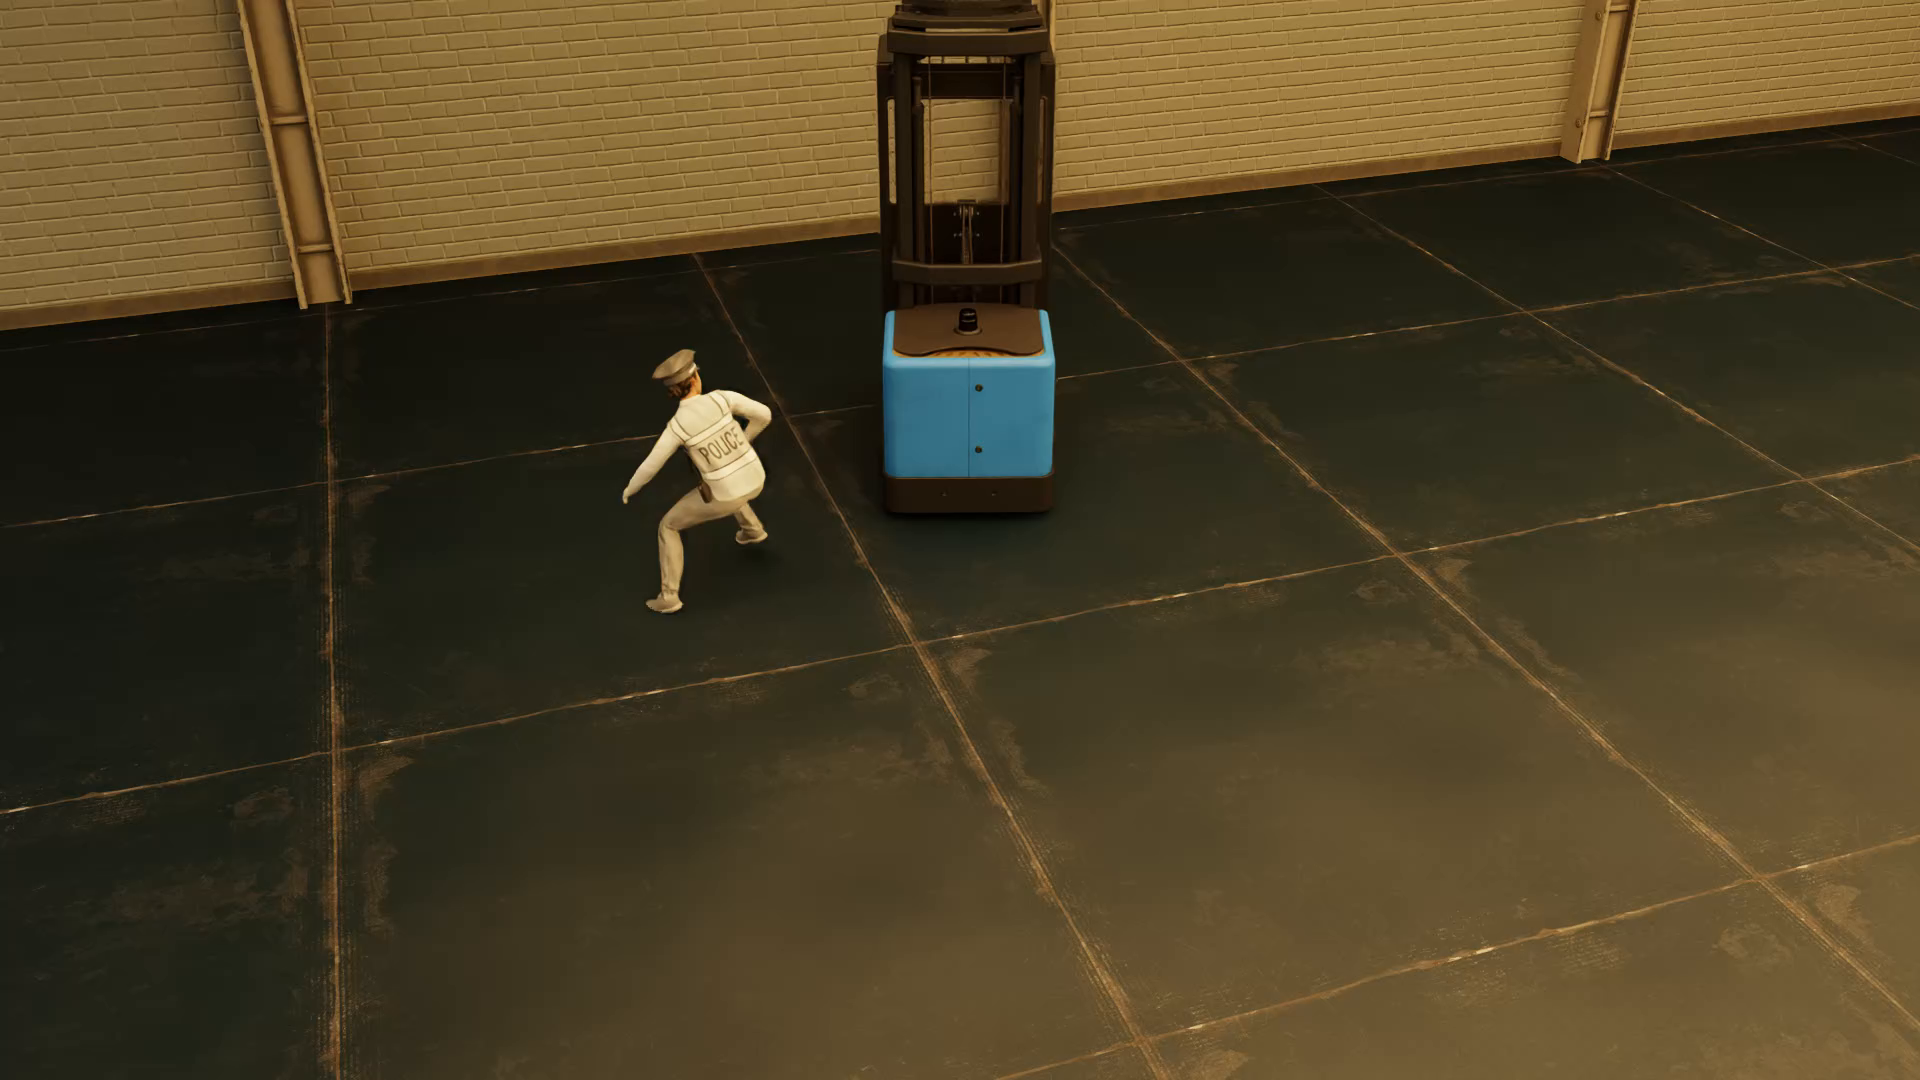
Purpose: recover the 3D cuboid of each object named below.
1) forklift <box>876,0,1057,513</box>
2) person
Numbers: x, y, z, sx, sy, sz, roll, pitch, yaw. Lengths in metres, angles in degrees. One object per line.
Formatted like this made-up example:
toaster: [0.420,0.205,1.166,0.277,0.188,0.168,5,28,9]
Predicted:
forklift: [0.033,-2.131,10.791,1.130,2.935,3.031,0,30,-1]
person: [-1.448,-0.351,9.260,0.839,1.469,0.655,-24,38,-35]
